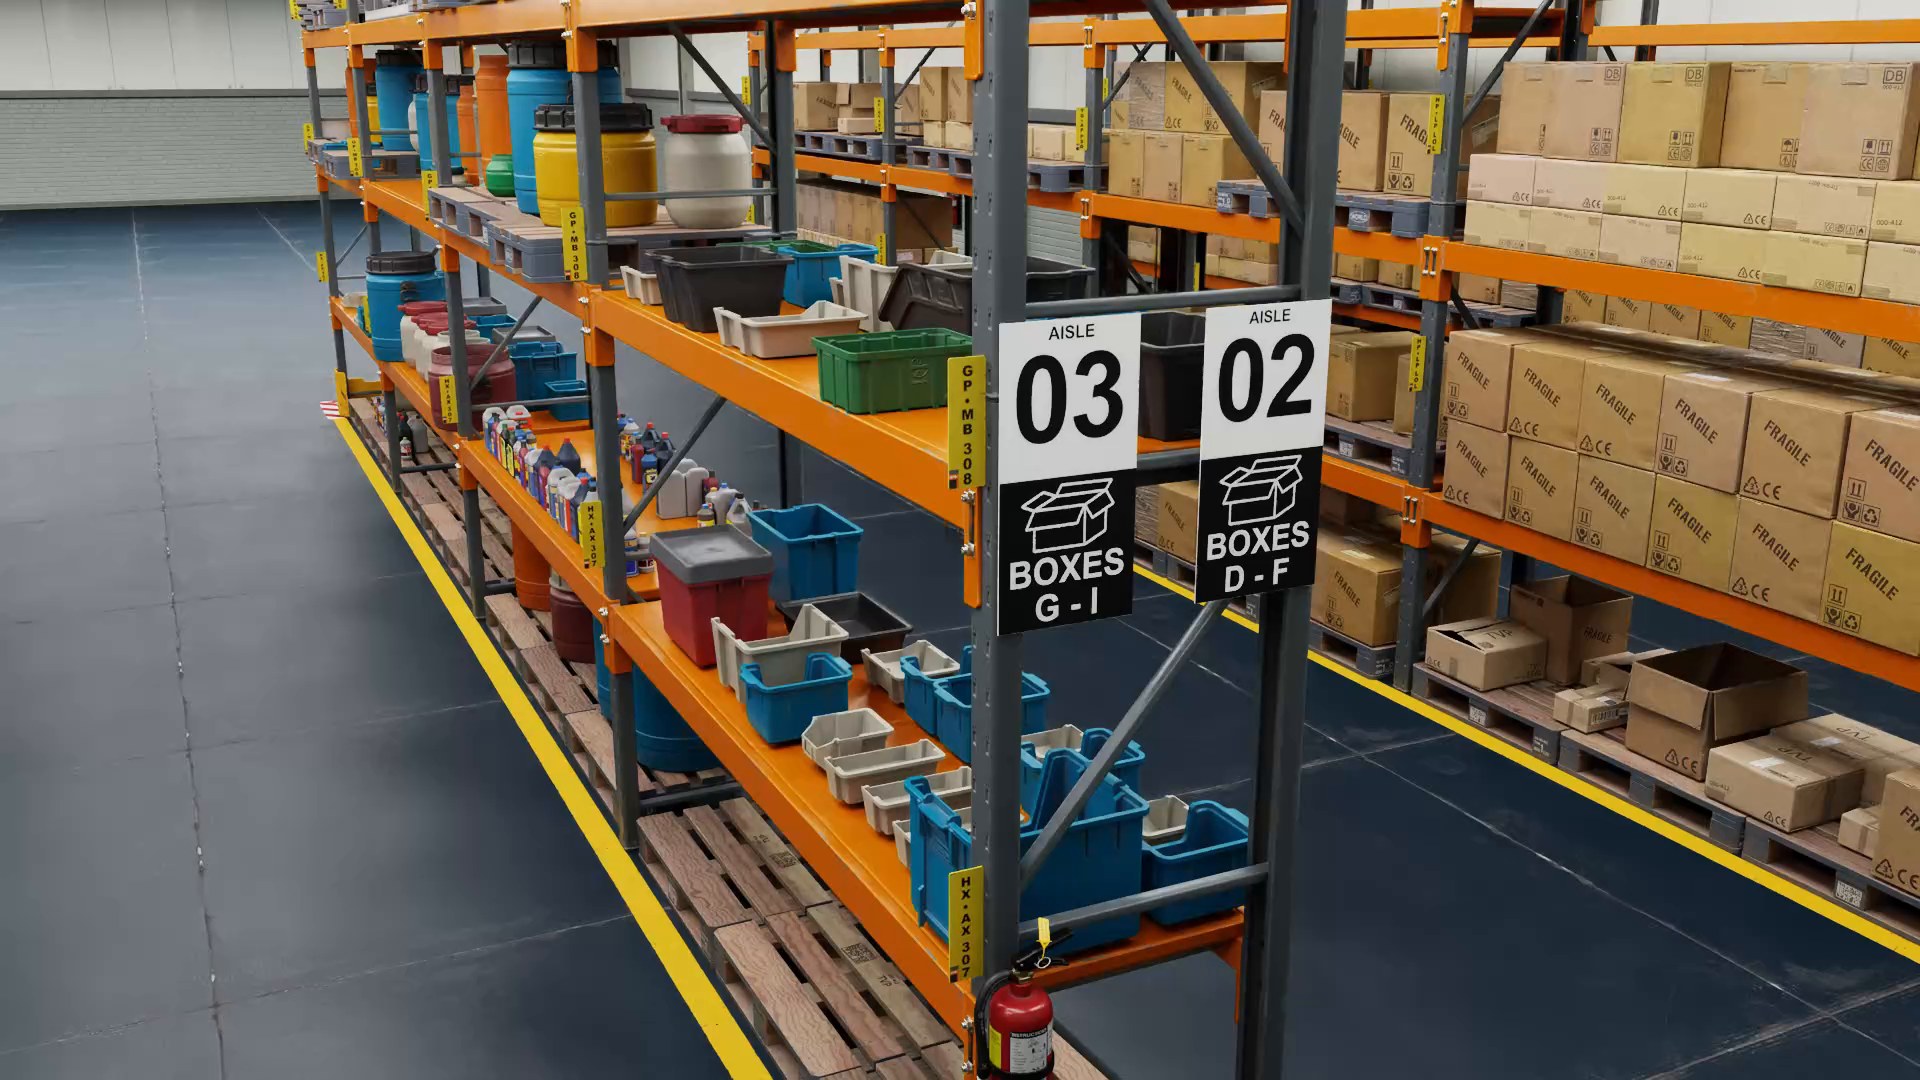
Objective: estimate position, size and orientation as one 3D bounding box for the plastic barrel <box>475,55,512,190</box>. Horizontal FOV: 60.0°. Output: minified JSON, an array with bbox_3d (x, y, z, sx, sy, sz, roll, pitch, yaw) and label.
[{"bbox_3d":[-2.755,-2.657,10.595,0.600,0.830,0.708,-8,18,-25],"label":"plastic barrel"}]

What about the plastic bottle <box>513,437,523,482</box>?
[{"bbox_3d":[-2.713,-0.503,10.299,0.097,0.271,0.097,0,16,0],"label":"plastic bottle"}]

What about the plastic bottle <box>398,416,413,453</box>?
[{"bbox_3d":[-5.294,-1.003,15.813,0.144,0.351,0.185,-8,18,-26],"label":"plastic bottle"}]

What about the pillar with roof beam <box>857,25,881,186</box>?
[{"bbox_3d":[-5.642,-9.399,30.189,9.100,9.000,0.400,-8,18,-25],"label":"pillar with roof beam"}]

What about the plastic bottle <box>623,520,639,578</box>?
[{"bbox_3d":[-1.712,0.044,8.383,0.152,0.276,0.135,-8,18,-25],"label":"plastic bottle"}]

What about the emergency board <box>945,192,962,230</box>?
[{"bbox_3d":[-0.192,-6.165,29.797,0.194,1.169,0.643,-8,18,-25],"label":"emergency board"}]

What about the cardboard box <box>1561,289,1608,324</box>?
[{"bbox_3d":[5.888,-2.195,15.204,0.500,0.500,0.500,-7,17,-23],"label":"cardboard box"}]

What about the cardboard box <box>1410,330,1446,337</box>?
[{"bbox_3d":[4.917,-2.090,17.970,0.500,0.250,0.500,-8,18,-26],"label":"cardboard box"}]

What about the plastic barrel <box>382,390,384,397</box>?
[{"bbox_3d":[-6.148,-1.784,18.279,0.421,0.512,0.421,0,16,0],"label":"plastic barrel"}]

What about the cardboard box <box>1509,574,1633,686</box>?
[{"bbox_3d":[3.711,0.543,10.155,0.500,0.500,0.500,-8,18,-25],"label":"cardboard box"}]

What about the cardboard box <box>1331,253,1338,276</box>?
[{"bbox_3d":[4.345,-3.267,18.717,0.700,0.500,0.500,-8,18,-25],"label":"cardboard box"}]

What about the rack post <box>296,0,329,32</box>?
[{"bbox_3d":[-6.289,-5.373,17.065,0.937,0.300,0.954,-6,17,-19],"label":"rack post"}]

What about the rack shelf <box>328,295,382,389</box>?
[{"bbox_3d":[-5.629,-2.090,16.901,1.077,0.370,4.000,-8,18,-25],"label":"rack shelf"}]

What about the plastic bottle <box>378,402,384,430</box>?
[{"bbox_3d":[-5.841,-1.260,16.852,0.097,0.271,0.097,0,16,0],"label":"plastic bottle"}]

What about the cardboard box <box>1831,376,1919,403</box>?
[{"bbox_3d":[4.551,-0.486,8.013,0.500,0.500,0.500,-7,18,-24],"label":"cardboard box"}]

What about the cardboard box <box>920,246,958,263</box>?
[{"bbox_3d":[-0.242,-2.988,17.367,0.380,0.149,0.250,-8,18,-25],"label":"cardboard box"}]

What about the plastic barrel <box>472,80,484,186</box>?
[{"bbox_3d":[-3.165,-2.861,11.935,0.600,0.901,0.600,0,16,0],"label":"plastic barrel"}]

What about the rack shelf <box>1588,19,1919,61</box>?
[{"bbox_3d":[6.781,-3.995,13.388,1.077,0.370,4.000,-8,18,-25],"label":"rack shelf"}]

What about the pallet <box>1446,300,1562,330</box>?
[{"bbox_3d":[5.497,-2.217,16.387,1.213,0.211,1.003,-8,18,-25],"label":"pallet"}]

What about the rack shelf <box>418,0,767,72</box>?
[{"bbox_3d":[-2.124,-2.798,9.216,1.077,0.370,4.000,-8,18,-25],"label":"rack shelf"}]

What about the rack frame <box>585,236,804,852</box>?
[{"bbox_3d":[-1.248,0.043,8.161,1.000,3.000,0.127,-8,18,-25],"label":"rack frame"}]

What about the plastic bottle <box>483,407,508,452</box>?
[{"bbox_3d":[-3.102,-0.742,11.124,0.152,0.276,0.135,-8,18,-25],"label":"plastic bottle"}]

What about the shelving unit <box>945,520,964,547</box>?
[{"bbox_3d":[0.023,-0.491,13.560,0.215,1.050,0.252,-8,18,-25],"label":"shelving unit"}]

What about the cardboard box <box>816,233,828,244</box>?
[{"bbox_3d":[-1.400,-3.385,18.751,0.380,0.149,0.250,-7,18,-24],"label":"cardboard box"}]

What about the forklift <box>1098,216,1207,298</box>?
[{"bbox_3d":[2.047,-2.230,16.209,1.130,2.935,3.031,-8,18,-26],"label":"forklift"}]

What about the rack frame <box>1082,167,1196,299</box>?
[{"bbox_3d":[1.454,-1.546,13.700,1.000,3.000,0.127,-8,18,-25],"label":"rack frame"}]

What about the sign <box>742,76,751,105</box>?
[{"bbox_3d":[-2.553,-5.364,19.839,0.100,0.325,0.005,-8,18,-25],"label":"sign"}]

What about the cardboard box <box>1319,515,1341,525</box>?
[{"bbox_3d":[2.757,0.031,11.940,0.500,0.500,0.500,-7,18,-24],"label":"cardboard box"}]

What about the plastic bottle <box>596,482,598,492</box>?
[{"bbox_3d":[-1.989,-0.189,9.203,0.097,0.271,0.097,0,16,0],"label":"plastic bottle"}]

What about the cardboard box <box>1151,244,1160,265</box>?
[{"bbox_3d":[2.787,-3.653,21.279,0.500,0.250,0.500,-8,18,-26],"label":"cardboard box"}]

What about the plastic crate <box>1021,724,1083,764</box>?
[{"bbox_3d":[0.329,0.774,5.983,0.250,0.136,0.298,-8,18,-25],"label":"plastic crate"}]

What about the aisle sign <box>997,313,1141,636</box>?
[{"bbox_3d":[0.272,-0.161,4.161,0.394,0.787,0.004,-8,18,-25],"label":"aisle sign"}]

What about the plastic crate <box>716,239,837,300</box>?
[{"bbox_3d":[-0.791,-1.228,7.538,0.450,0.188,0.662,-8,18,-25],"label":"plastic crate"}]

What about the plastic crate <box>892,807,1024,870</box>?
[{"bbox_3d":[-0.016,0.953,5.361,0.396,0.136,0.243,-8,18,-25],"label":"plastic crate"}]

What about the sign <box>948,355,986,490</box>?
[{"bbox_3d":[0.017,-0.286,4.060,0.100,0.325,0.005,-8,18,-25],"label":"sign"}]

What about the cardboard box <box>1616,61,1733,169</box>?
[{"bbox_3d":[3.770,-2.144,8.353,0.700,0.500,0.500,-8,18,-25],"label":"cardboard box"}]

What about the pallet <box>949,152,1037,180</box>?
[{"bbox_3d":[0.583,-3.331,14.826,1.003,0.211,1.213,-7,17,-22],"label":"pallet"}]

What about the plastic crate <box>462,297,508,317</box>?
[{"bbox_3d":[-4.266,-1.888,14.775,0.402,0.464,0.583,-8,18,-25],"label":"plastic crate"}]

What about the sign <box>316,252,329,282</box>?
[{"bbox_3d":[-7.002,-3.000,18.264,0.100,0.325,0.005,-8,18,-25],"label":"sign"}]

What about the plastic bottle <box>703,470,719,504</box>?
[{"bbox_3d":[-1.415,-0.263,9.441,0.061,0.283,0.133,-8,18,-25],"label":"plastic bottle"}]

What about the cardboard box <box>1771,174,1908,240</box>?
[{"bbox_3d":[4.069,-1.517,7.528,0.500,0.250,0.500,-8,18,-25],"label":"cardboard box"}]

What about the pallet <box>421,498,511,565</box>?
[{"bbox_3d":[-3.836,-0.107,13.740,1.003,0.211,1.213,-8,18,-25],"label":"pallet"}]

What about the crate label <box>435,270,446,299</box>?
[{"bbox_3d":[-5.456,-2.525,17.049,0.502,0.435,0.616,-8,18,-25],"label":"crate label"}]

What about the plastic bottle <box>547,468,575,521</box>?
[{"bbox_3d":[-2.253,-0.262,9.451,0.152,0.276,0.135,-8,18,-25],"label":"plastic bottle"}]

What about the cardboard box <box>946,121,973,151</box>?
[{"bbox_3d":[0.206,-3.820,15.695,0.500,0.250,0.500,-10,19,-30],"label":"cardboard box"}]

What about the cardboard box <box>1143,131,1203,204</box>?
[{"bbox_3d":[1.899,-2.805,12.469,0.910,0.500,0.500,-8,18,-25],"label":"cardboard box"}]

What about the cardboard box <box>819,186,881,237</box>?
[{"bbox_3d":[-1.158,-3.692,18.645,0.700,0.500,0.500,-8,18,-25],"label":"cardboard box"}]

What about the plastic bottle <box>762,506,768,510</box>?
[{"bbox_3d":[-1.025,-0.043,8.674,0.061,0.283,0.133,-8,18,-25],"label":"plastic bottle"}]

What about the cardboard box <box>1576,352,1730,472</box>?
[{"bbox_3d":[3.611,-0.677,8.676,0.500,0.500,0.500,-8,18,-27],"label":"cardboard box"}]

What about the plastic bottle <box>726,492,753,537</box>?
[{"bbox_3d":[-1.129,-0.069,8.644,0.144,0.351,0.185,-8,18,-25],"label":"plastic bottle"}]

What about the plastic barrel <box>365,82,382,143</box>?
[{"bbox_3d":[-5.892,-4.399,17.101,0.600,0.588,0.600,0,16,0],"label":"plastic barrel"}]

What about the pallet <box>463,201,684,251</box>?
[{"bbox_3d":[-2.179,-1.771,9.388,1.003,0.211,1.213,-8,18,-25],"label":"pallet"}]
